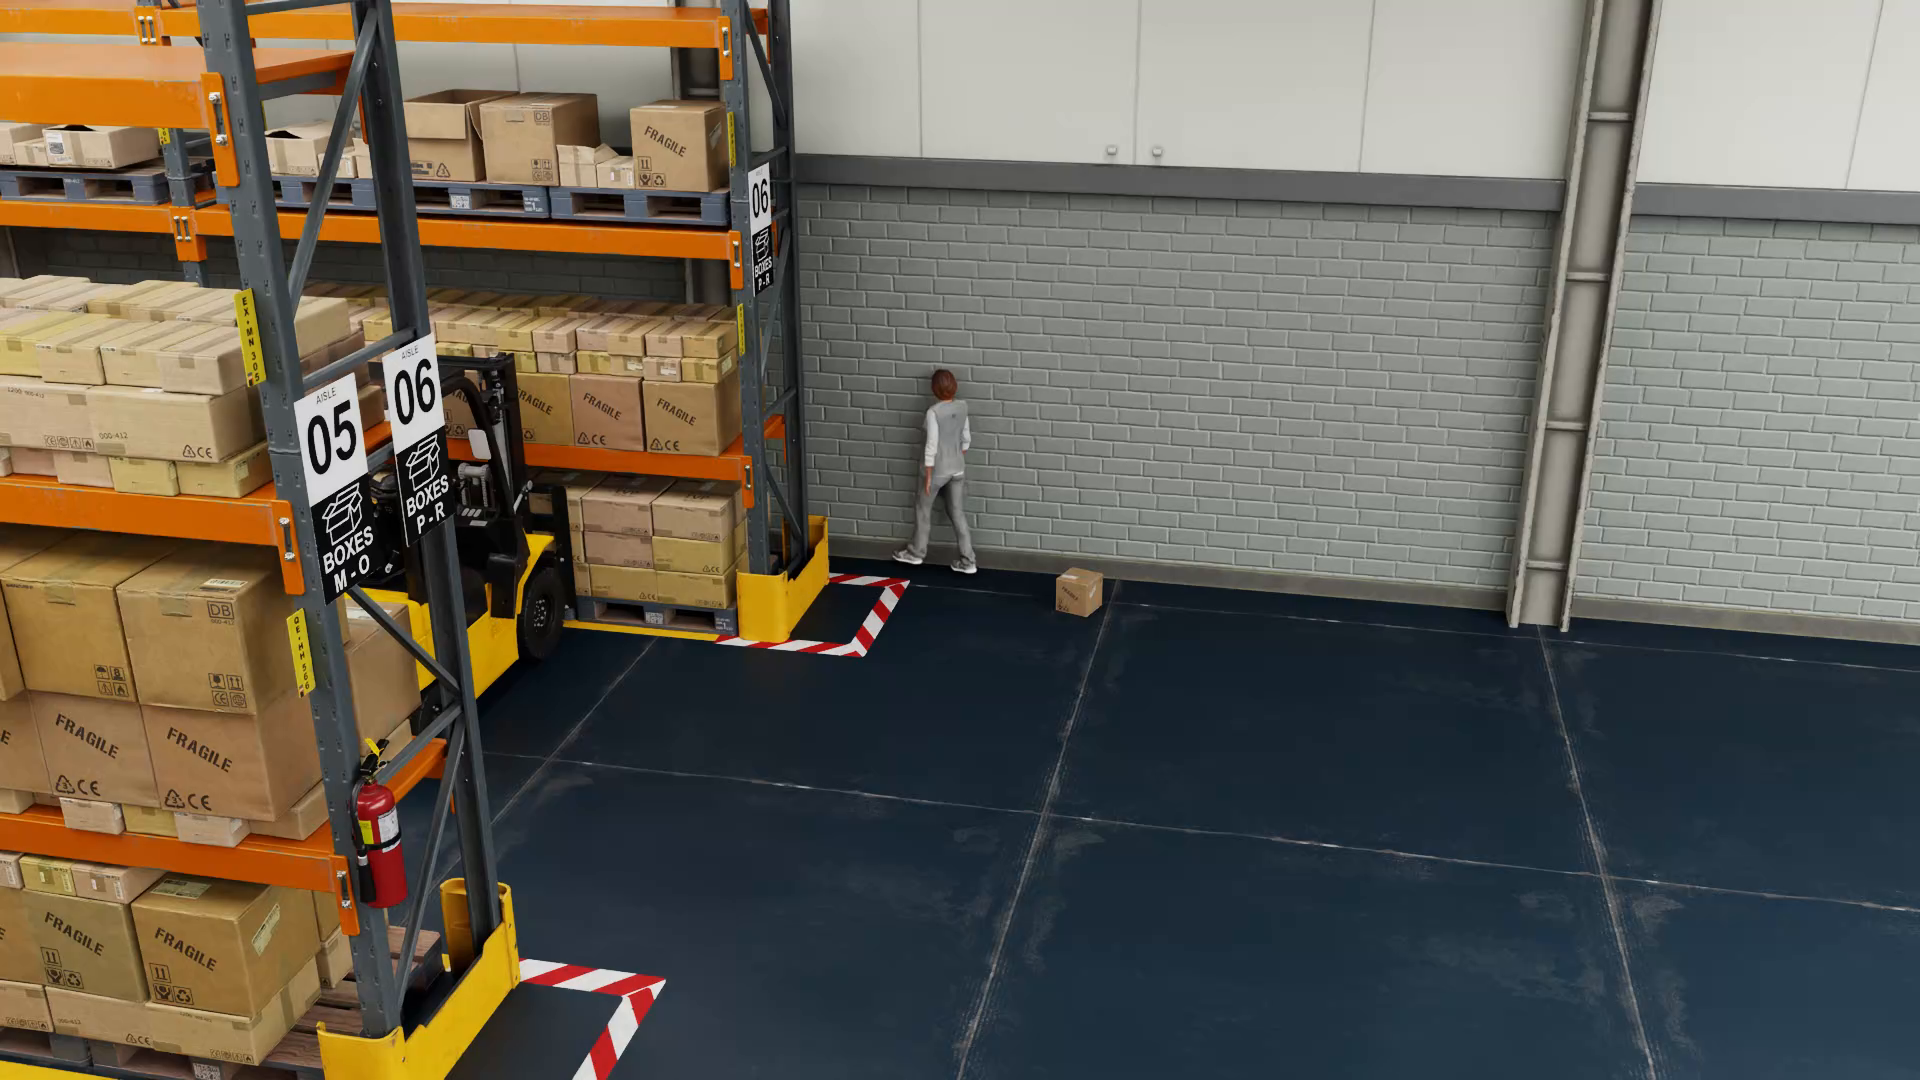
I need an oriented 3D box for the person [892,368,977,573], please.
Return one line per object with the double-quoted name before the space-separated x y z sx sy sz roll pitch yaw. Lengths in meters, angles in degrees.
"person" -0.162 -0.526 12.398 0.445 1.563 0.718 -17 27 -36
